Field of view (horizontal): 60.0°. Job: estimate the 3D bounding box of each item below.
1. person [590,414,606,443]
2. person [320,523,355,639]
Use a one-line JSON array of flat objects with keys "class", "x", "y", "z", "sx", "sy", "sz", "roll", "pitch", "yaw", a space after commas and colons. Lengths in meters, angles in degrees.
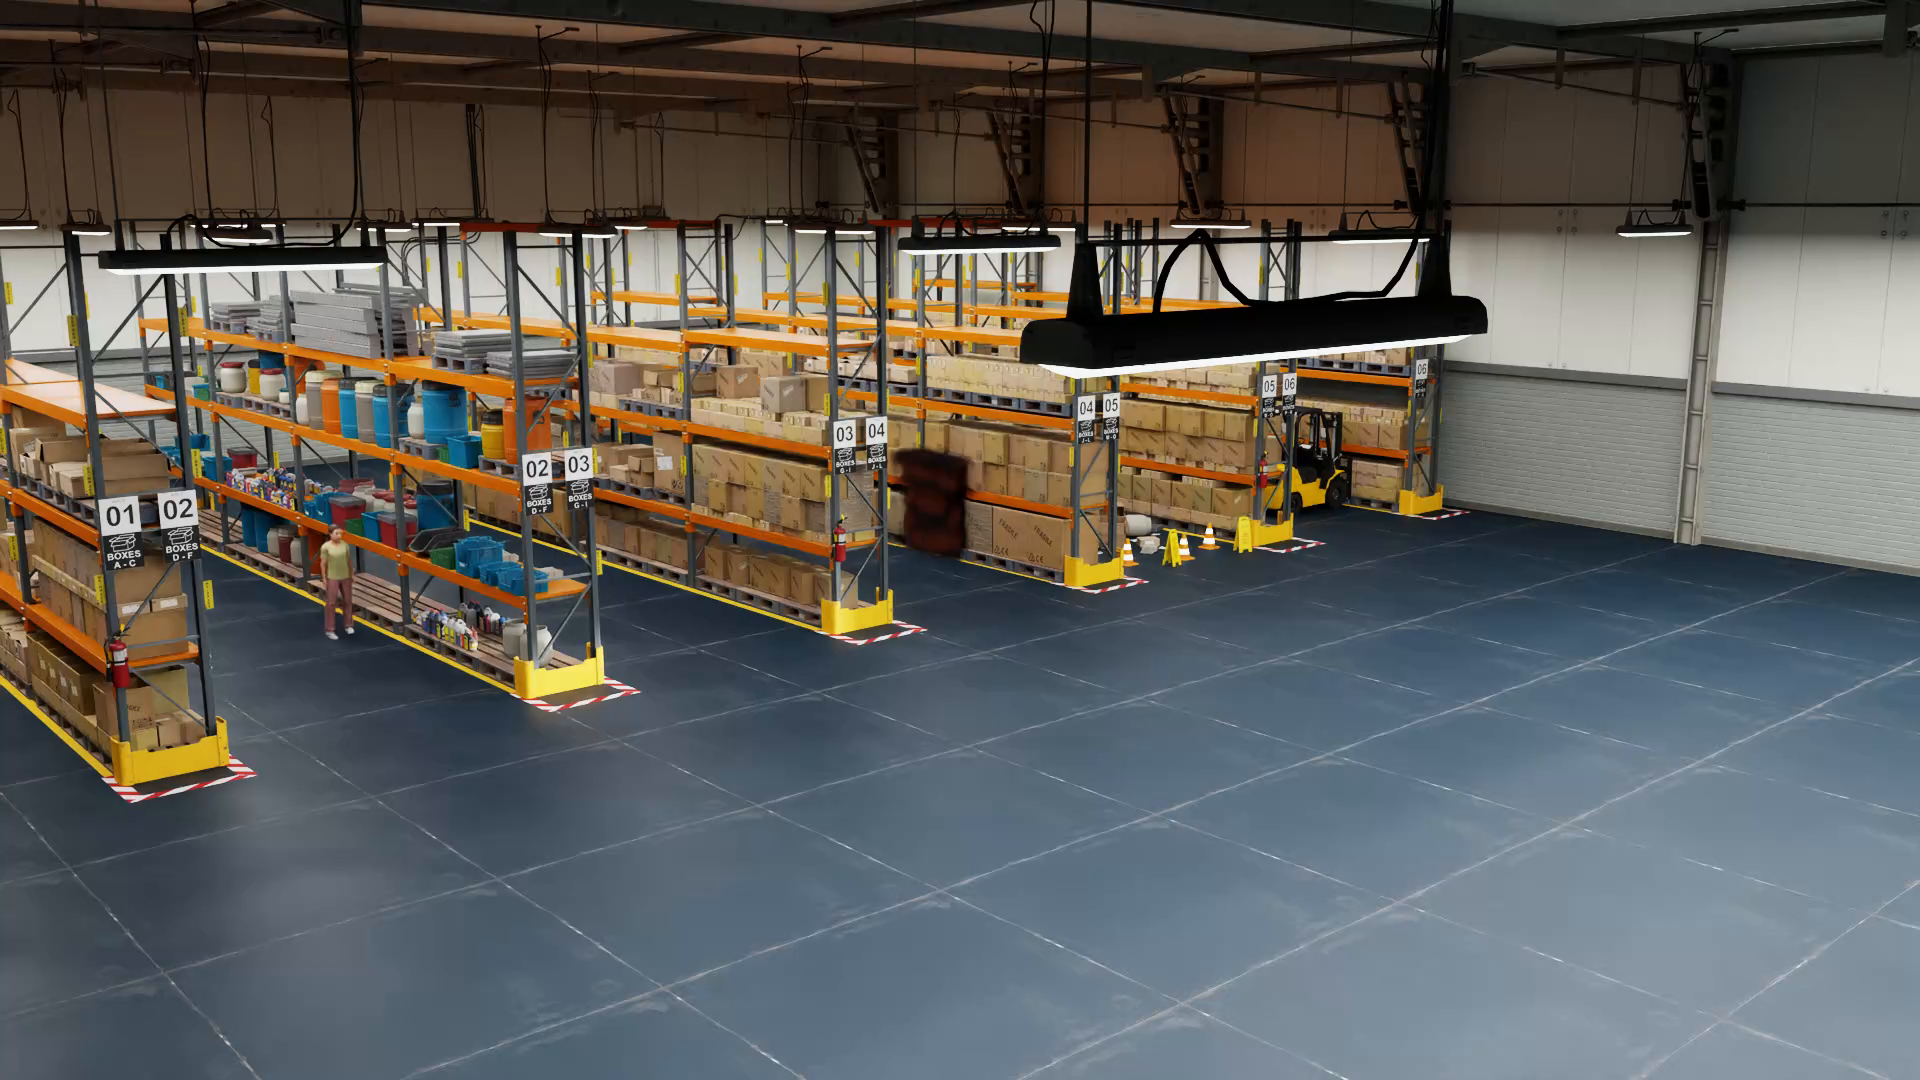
[{"class": "person", "x": -9.214, "y": -2.875, "z": 41.765, "sx": 0.578, "sy": 1.699, "sz": 0.677, "roll": 3, "pitch": 12, "yaw": 13}, {"class": "person", "x": -9.257, "y": 0.603, "z": 24.744, "sx": 0.445, "sy": 1.706, "sz": 0.521, "roll": 11, "pitch": 16, "yaw": 44}]
